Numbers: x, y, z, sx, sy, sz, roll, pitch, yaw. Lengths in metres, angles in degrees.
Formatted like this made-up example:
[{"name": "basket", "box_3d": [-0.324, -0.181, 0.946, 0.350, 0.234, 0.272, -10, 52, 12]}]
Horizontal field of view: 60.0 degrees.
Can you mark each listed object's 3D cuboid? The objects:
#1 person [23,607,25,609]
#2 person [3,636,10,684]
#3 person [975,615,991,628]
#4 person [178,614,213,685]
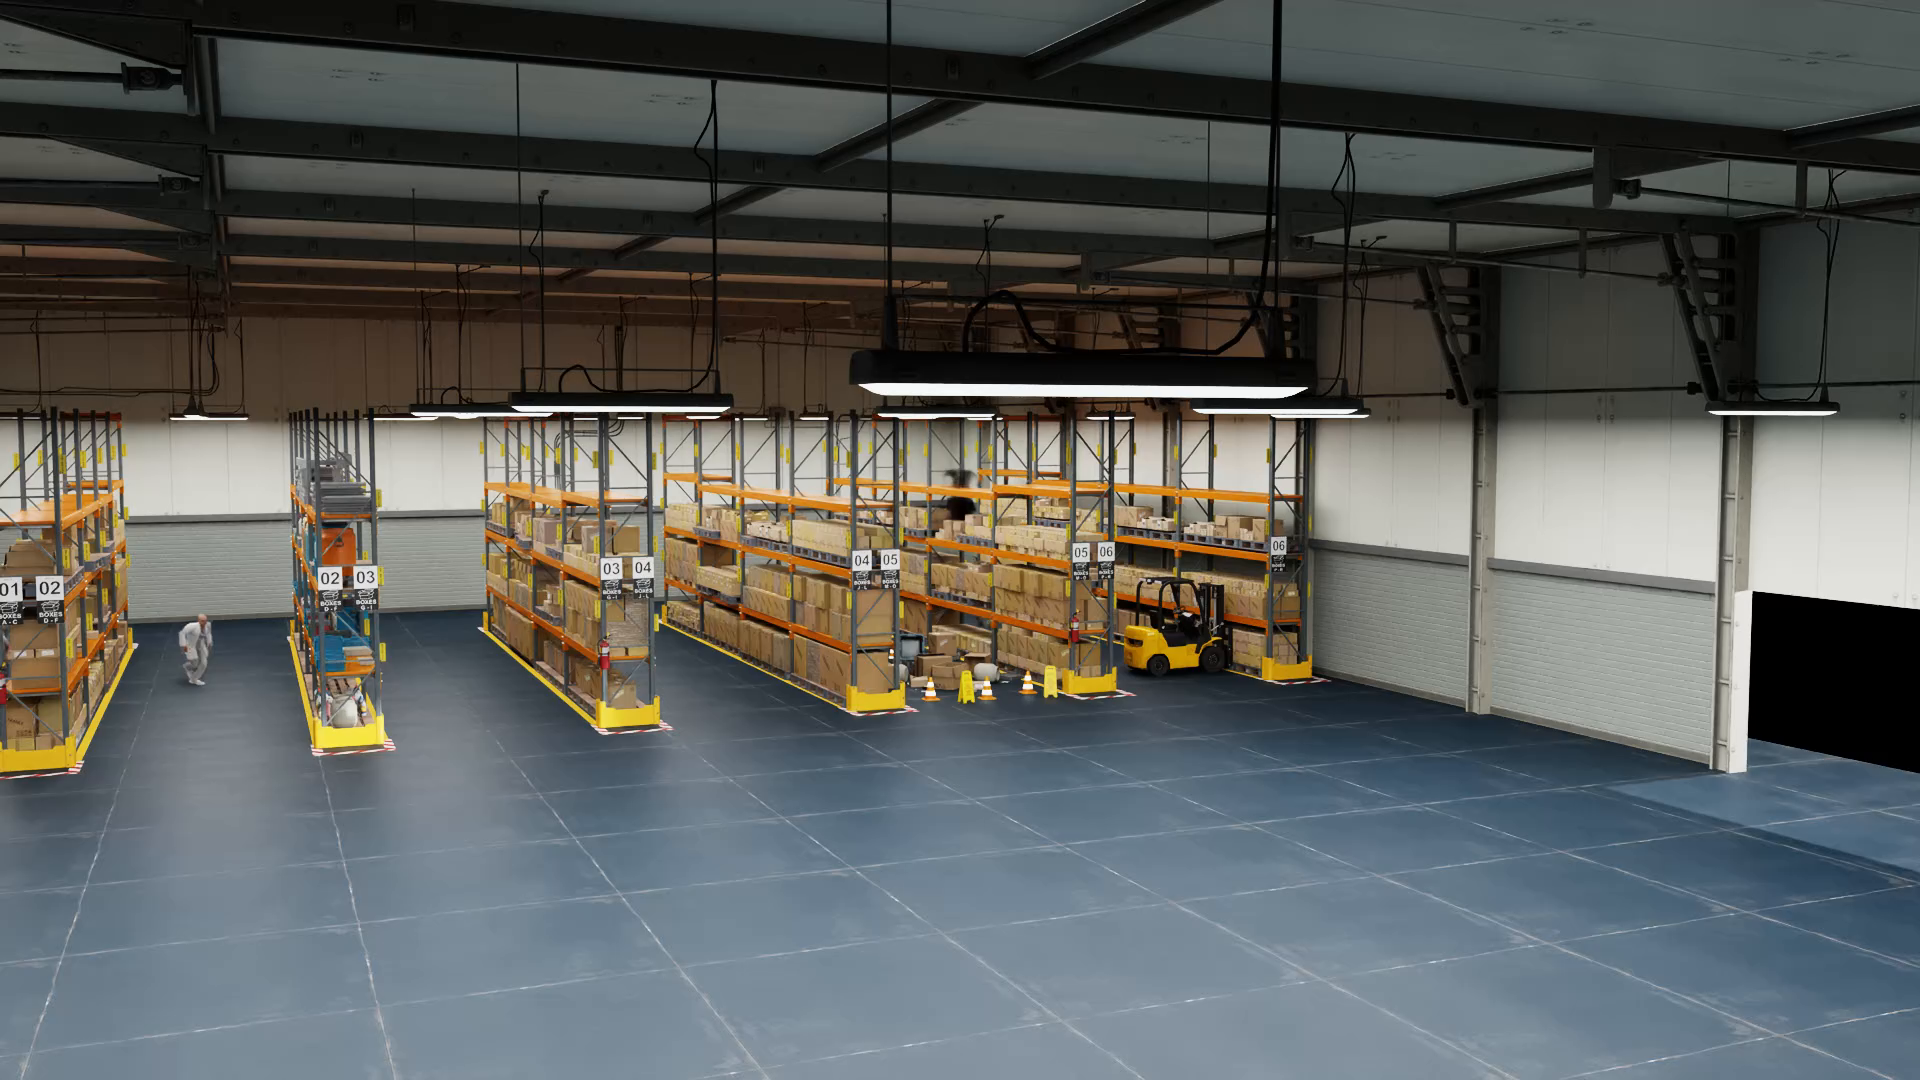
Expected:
[{"name": "person", "box_3d": [-22.261, 2.174, 39.523, 0.613, 1.555, 0.826, -3, 5, -37]}, {"name": "person", "box_3d": [-20.059, 2.540, 34.649, 0.620, 1.518, 0.816, -4, 5, -42]}, {"name": "person", "box_3d": [0.625, 1.634, 46.560, 0.614, 1.672, 0.659, 4, 5, 42]}, {"name": "person", "box_3d": [-16.801, 2.390, 36.455, 0.956, 1.586, 0.731, 3, 5, 39]}]
